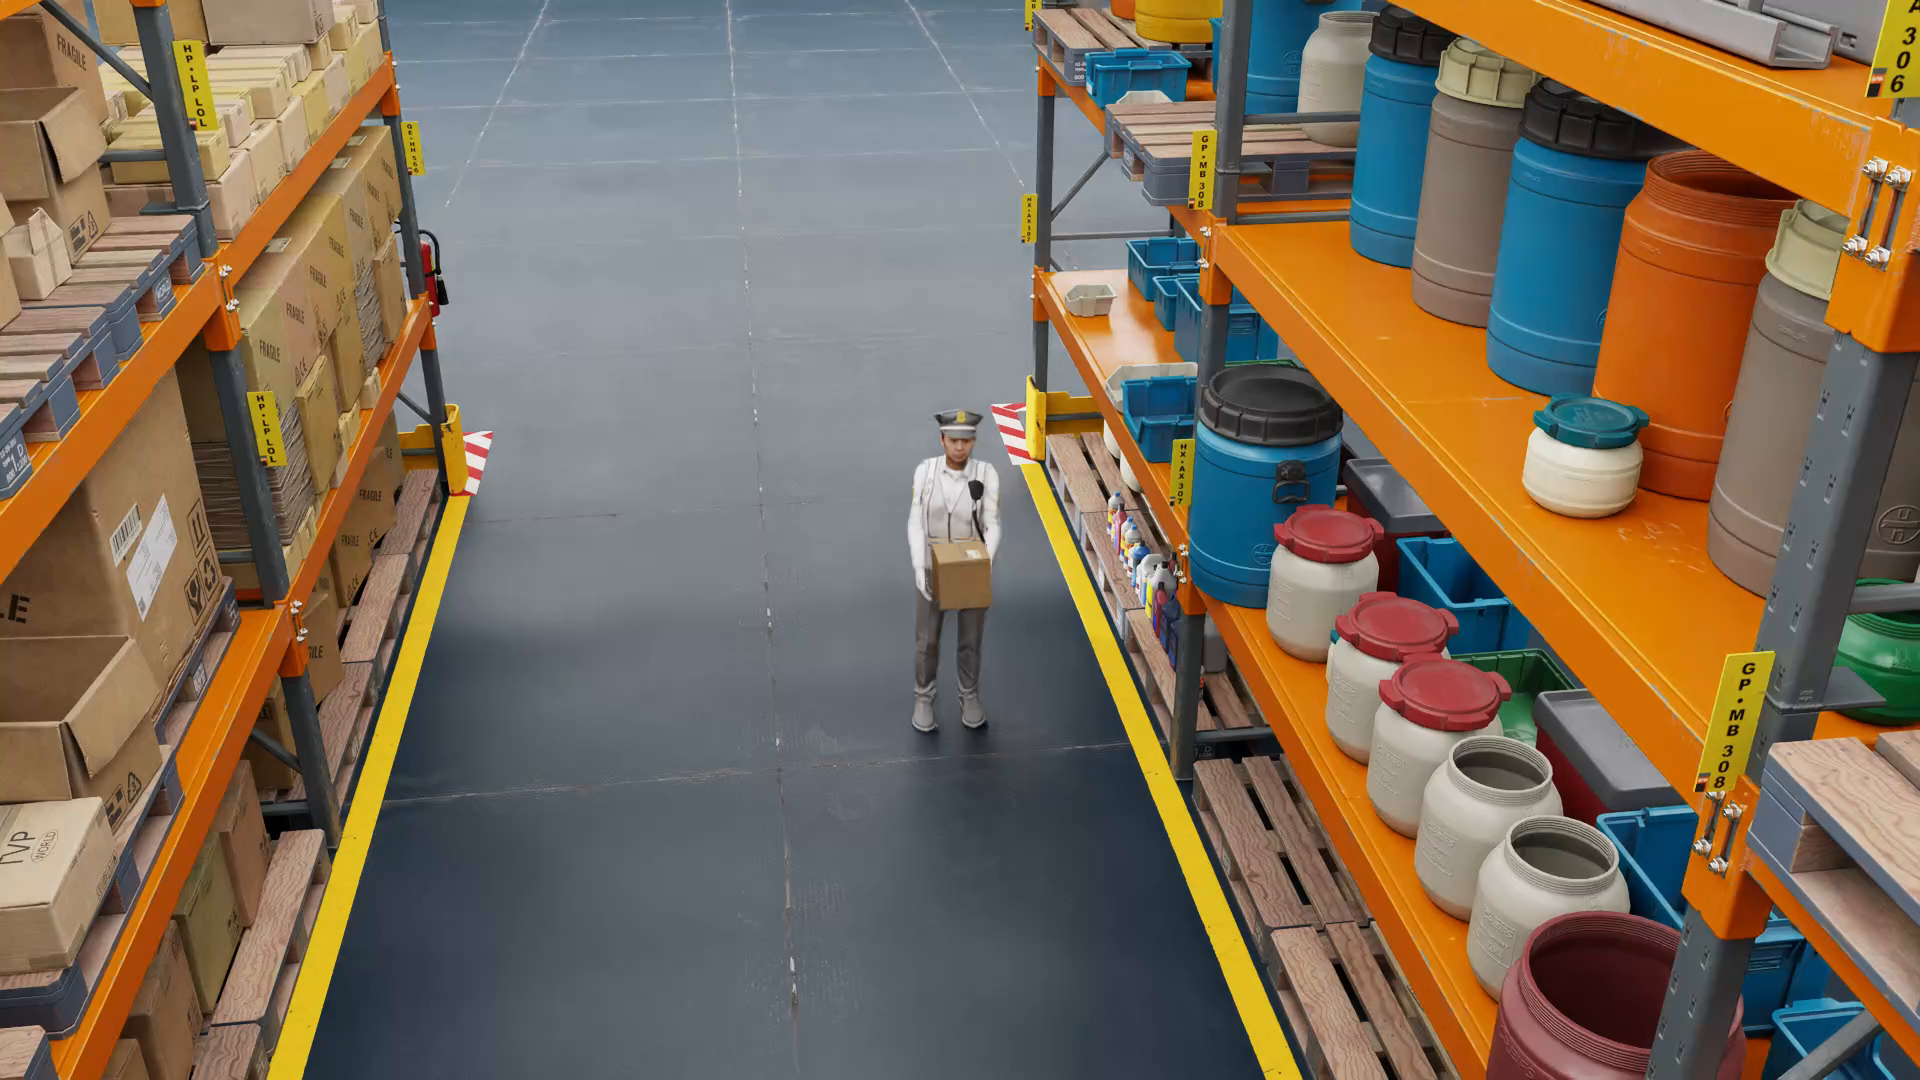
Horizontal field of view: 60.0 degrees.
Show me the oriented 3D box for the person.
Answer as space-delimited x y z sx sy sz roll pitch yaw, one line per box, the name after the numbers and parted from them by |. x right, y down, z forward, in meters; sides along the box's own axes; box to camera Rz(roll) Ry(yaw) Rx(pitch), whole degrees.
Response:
-0.025 0.165 8.257 0.469 1.699 0.548 2 27 4 | person
